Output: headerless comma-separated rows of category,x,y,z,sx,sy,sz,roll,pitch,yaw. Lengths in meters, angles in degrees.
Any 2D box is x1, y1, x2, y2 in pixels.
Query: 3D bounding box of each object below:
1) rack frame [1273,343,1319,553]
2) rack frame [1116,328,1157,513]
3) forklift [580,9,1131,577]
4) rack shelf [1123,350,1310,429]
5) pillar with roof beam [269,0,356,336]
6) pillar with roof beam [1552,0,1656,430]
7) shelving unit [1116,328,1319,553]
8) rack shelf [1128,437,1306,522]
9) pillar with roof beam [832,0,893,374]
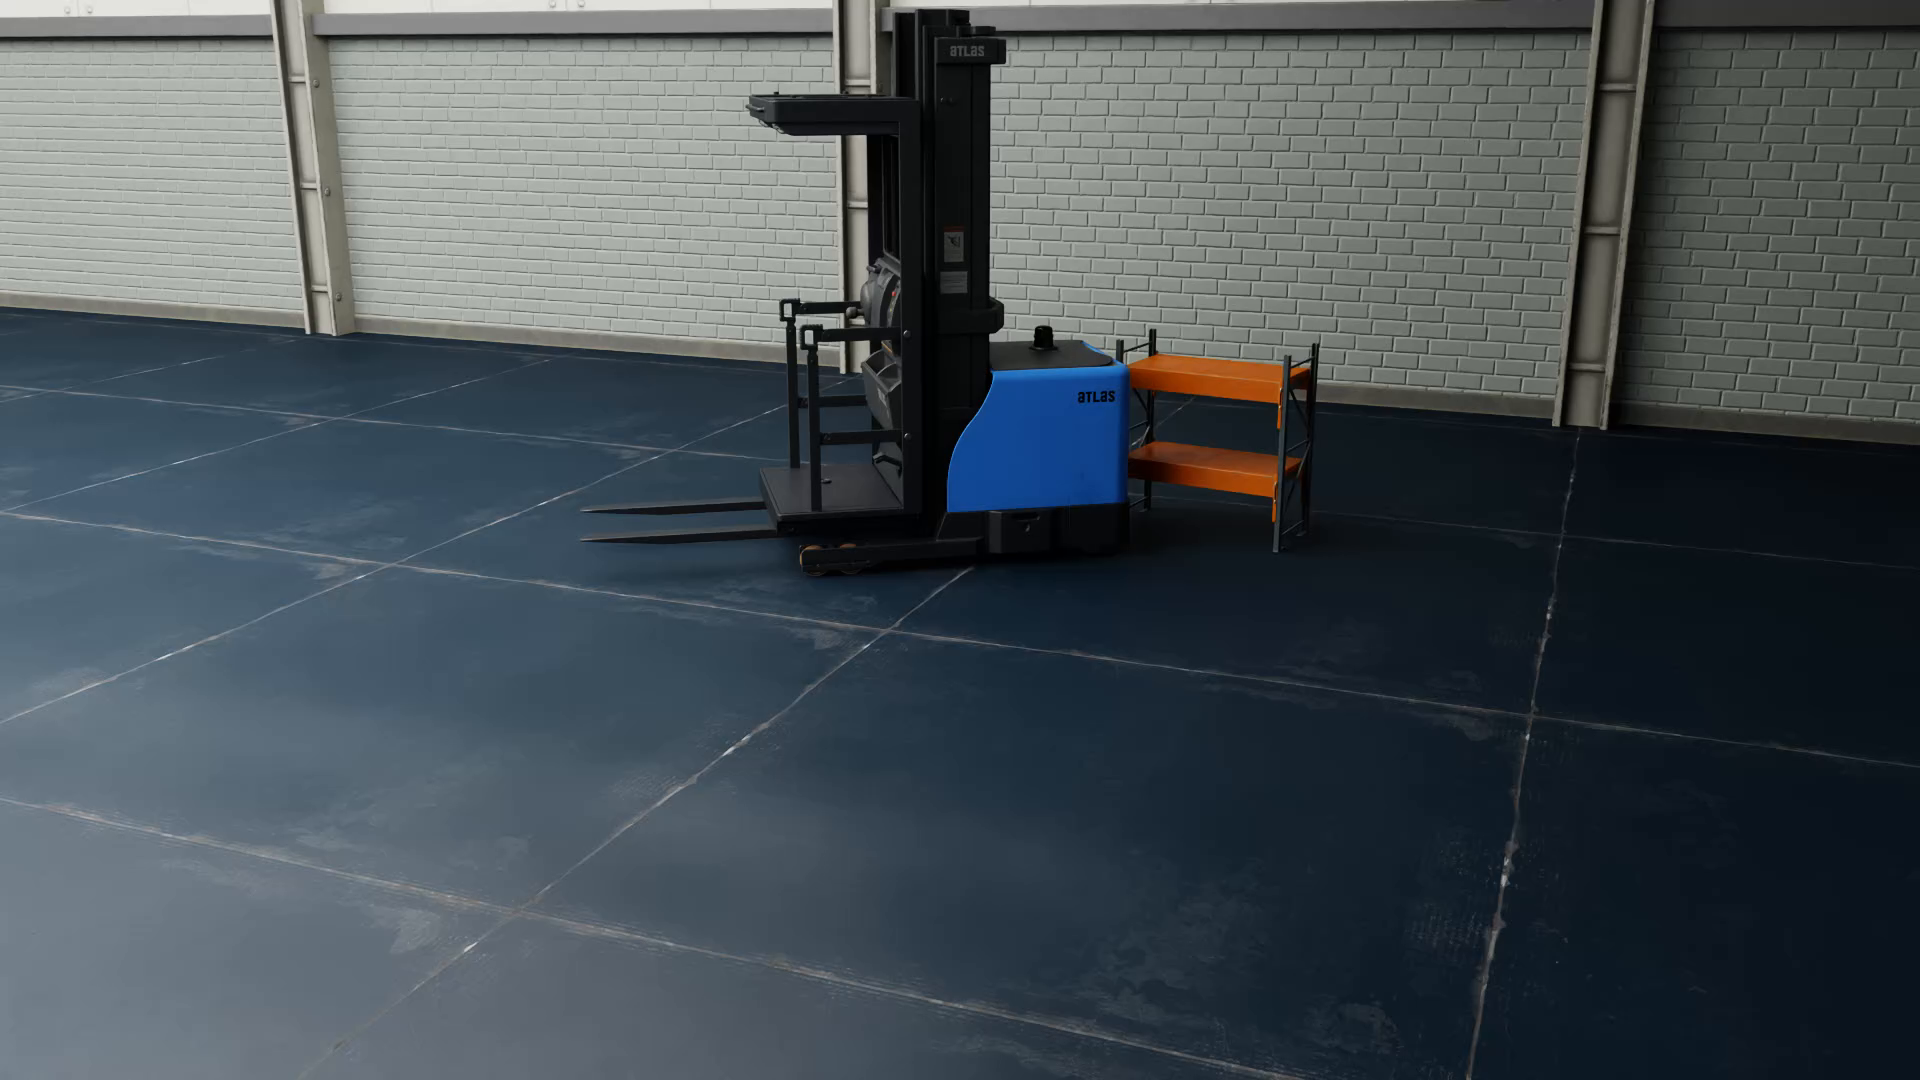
rack frame,1.917,-0.529,9.479,0.032,1.125,0.500,9,19,30
rack frame,1.044,-0.675,9.980,0.032,1.125,0.500,9,19,30
forklift,-0.617,-1.371,9.138,3.031,2.935,1.130,-3,17,-12
rack shelf,1.481,-0.883,9.648,1.000,0.278,0.538,9,19,30
pillar with roof beam,-7.990,-5.322,11.864,0.400,9.000,9.100,6,17,21
pillar with roof beam,3.173,-4.094,7.635,0.400,9.000,9.100,6,17,21
shelving unit,1.481,-0.602,9.730,1.048,1.125,0.538,9,19,30
rack shelf,1.481,-0.367,9.798,1.000,0.278,0.538,9,19,30
pillar with roof beam,-2.408,-4.708,9.749,0.400,9.000,9.100,6,17,21
